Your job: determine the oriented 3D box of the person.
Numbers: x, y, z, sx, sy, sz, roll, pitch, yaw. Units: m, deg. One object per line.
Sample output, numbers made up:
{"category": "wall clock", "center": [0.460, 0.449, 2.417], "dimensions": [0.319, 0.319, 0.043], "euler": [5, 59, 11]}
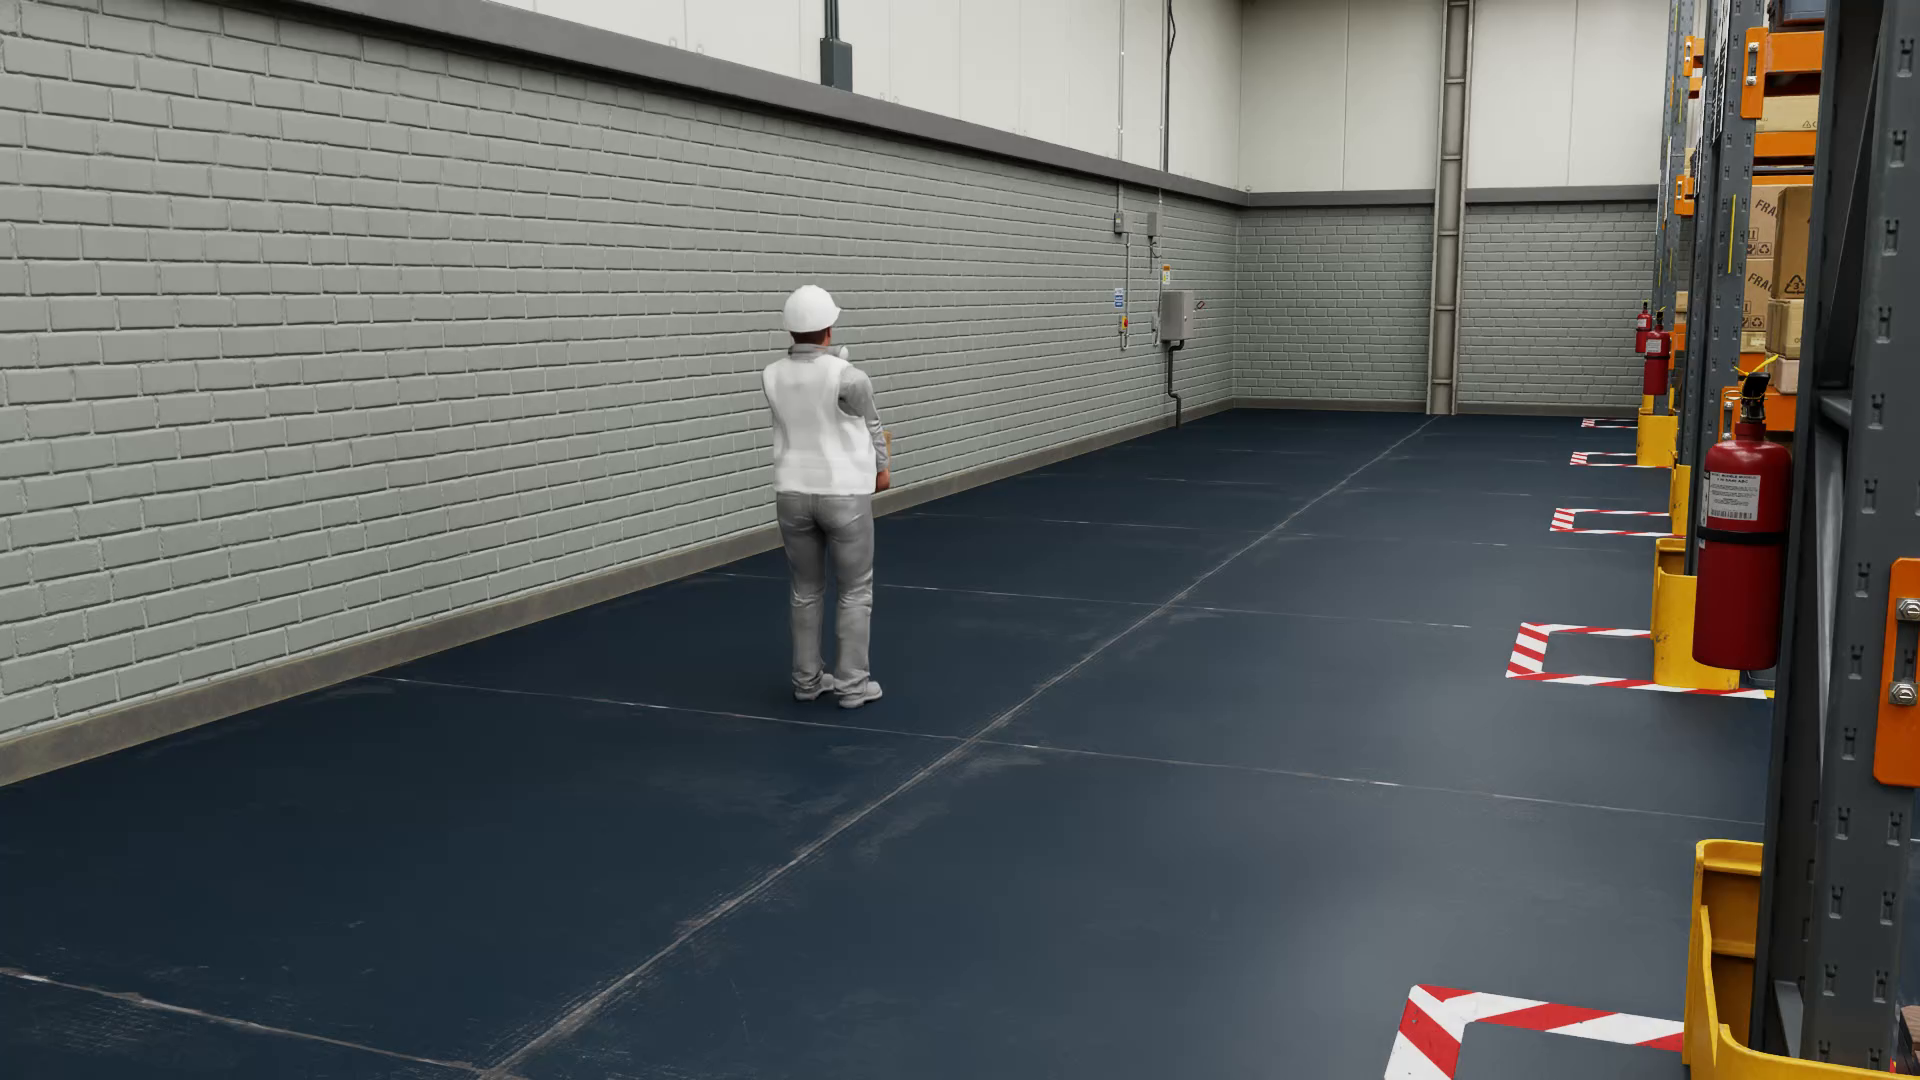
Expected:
{"category": "person", "center": [-0.552, -0.194, 7.075], "dimensions": [0.494, 1.762, 0.556], "euler": [3, 9, 21]}
